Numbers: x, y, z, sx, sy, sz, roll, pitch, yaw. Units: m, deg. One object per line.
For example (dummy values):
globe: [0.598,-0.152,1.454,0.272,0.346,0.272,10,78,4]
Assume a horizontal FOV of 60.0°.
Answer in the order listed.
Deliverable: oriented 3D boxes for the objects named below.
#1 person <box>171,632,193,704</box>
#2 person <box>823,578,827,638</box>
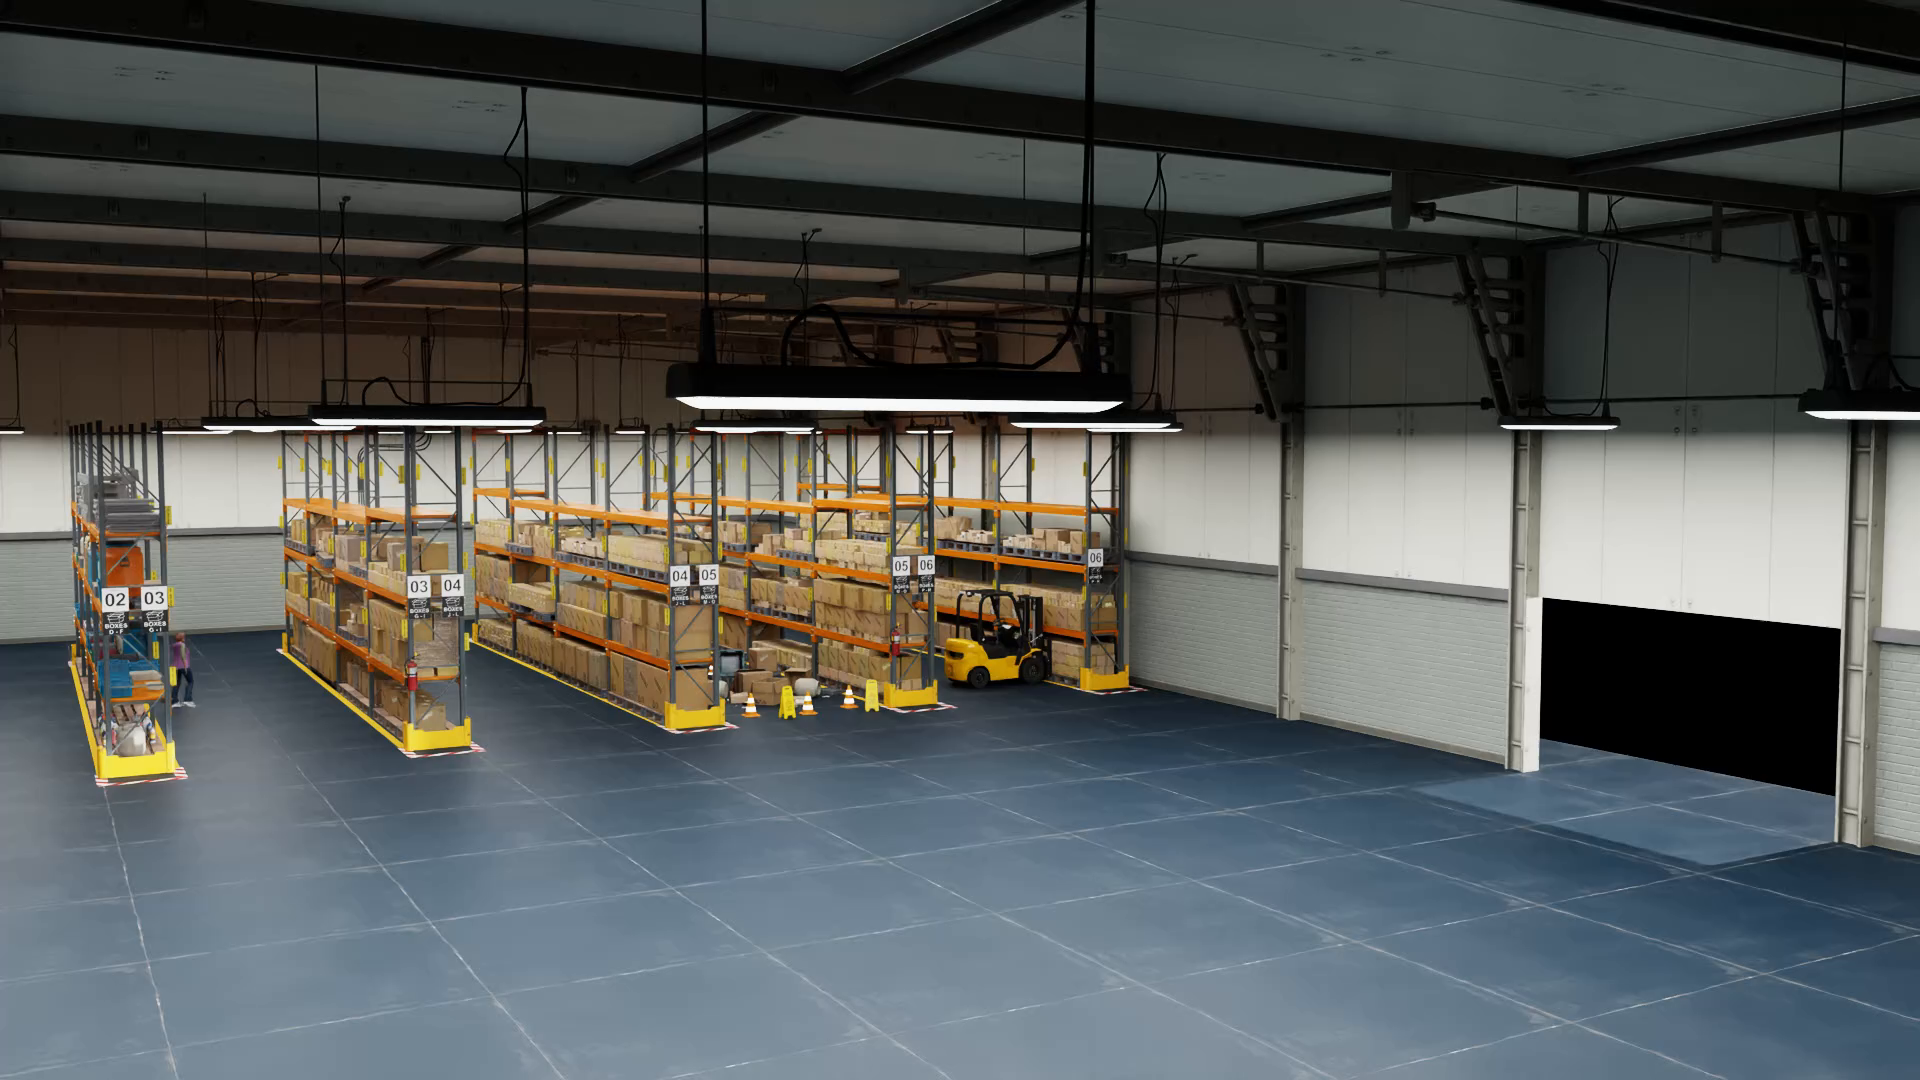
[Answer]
person: [-16.569,2.703,35.246,0.430,1.490,0.505,1,4,17]
person: [-3.741,1.983,46.668,0.429,1.819,0.623,1,4,16]
